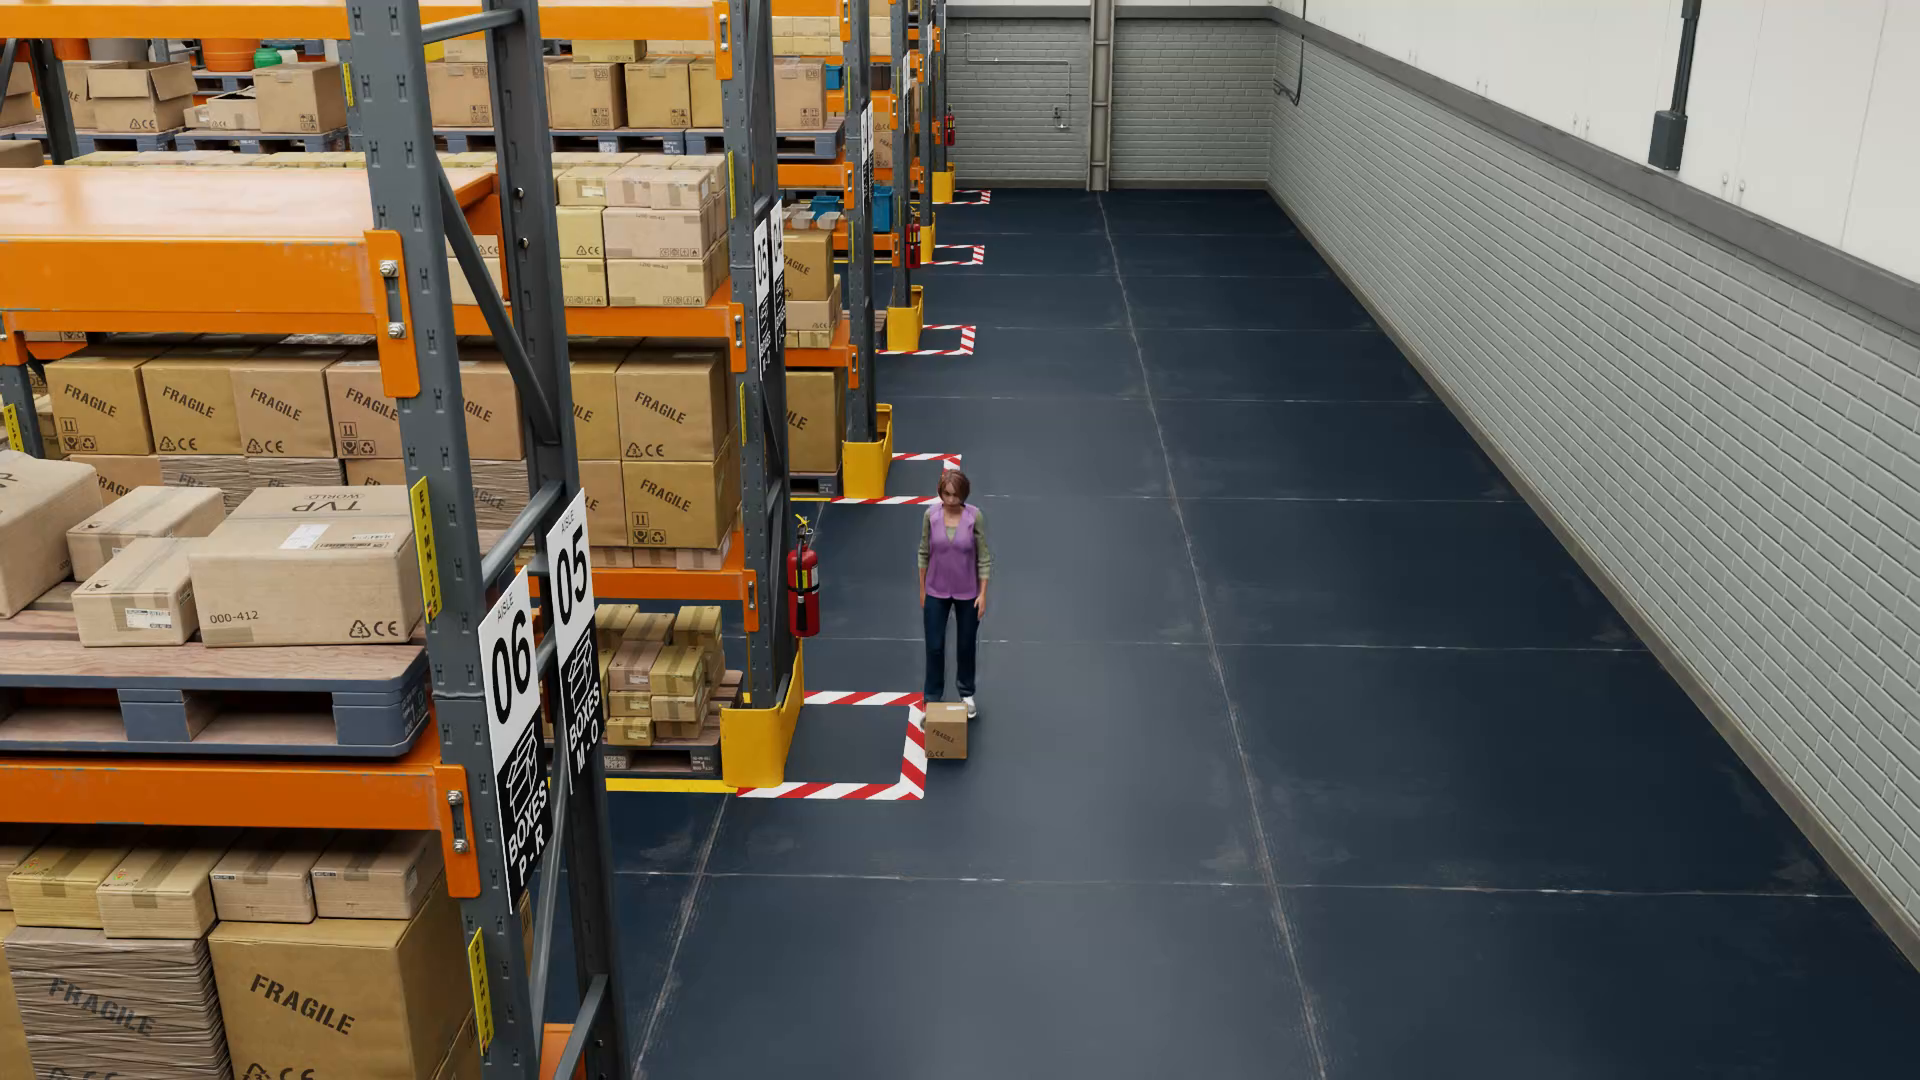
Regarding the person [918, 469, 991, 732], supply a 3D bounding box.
[{"bbox_3d":[-0.041,0.363,10.128,0.455,1.609,0.461,2,21,5],"label":"person"}]
